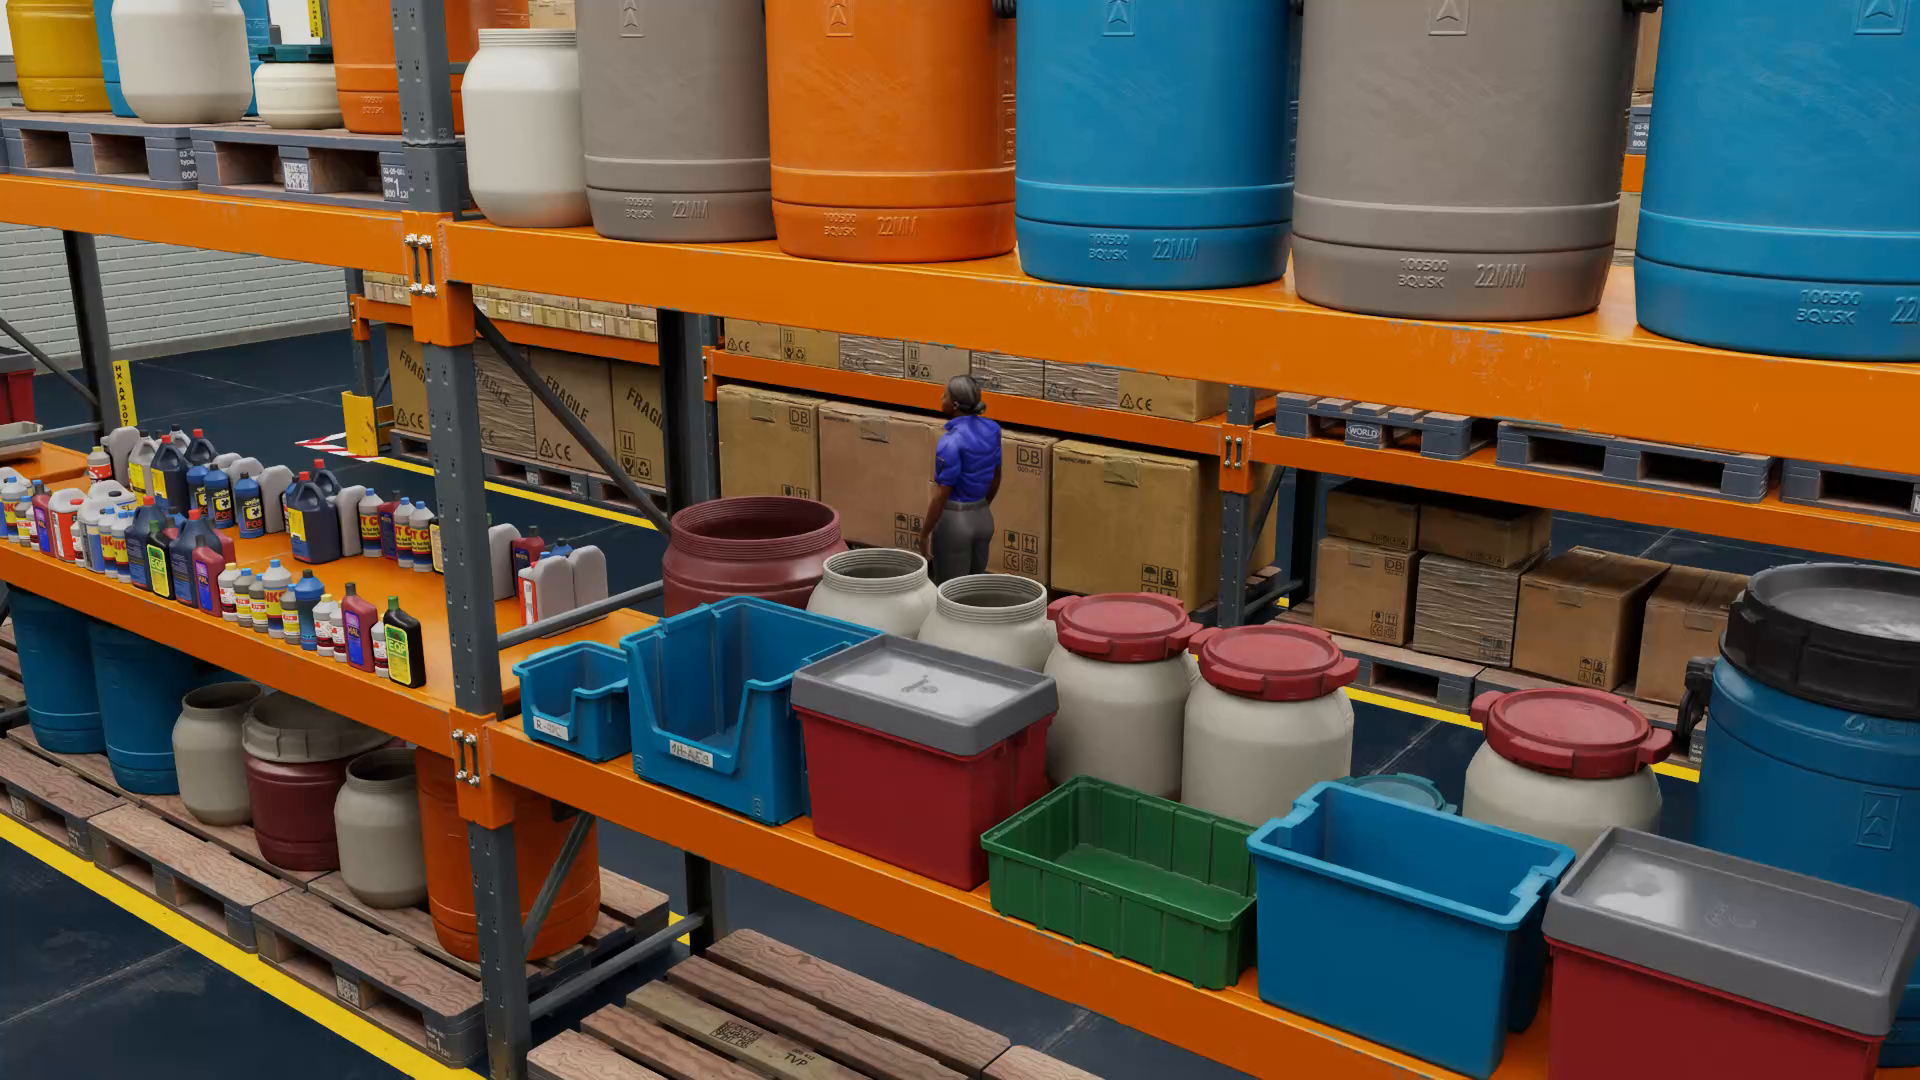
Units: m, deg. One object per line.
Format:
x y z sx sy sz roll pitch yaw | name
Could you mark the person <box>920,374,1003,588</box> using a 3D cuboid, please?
-0.048 -0.082 8.796 0.504 1.654 0.569 13 21 37 | person
